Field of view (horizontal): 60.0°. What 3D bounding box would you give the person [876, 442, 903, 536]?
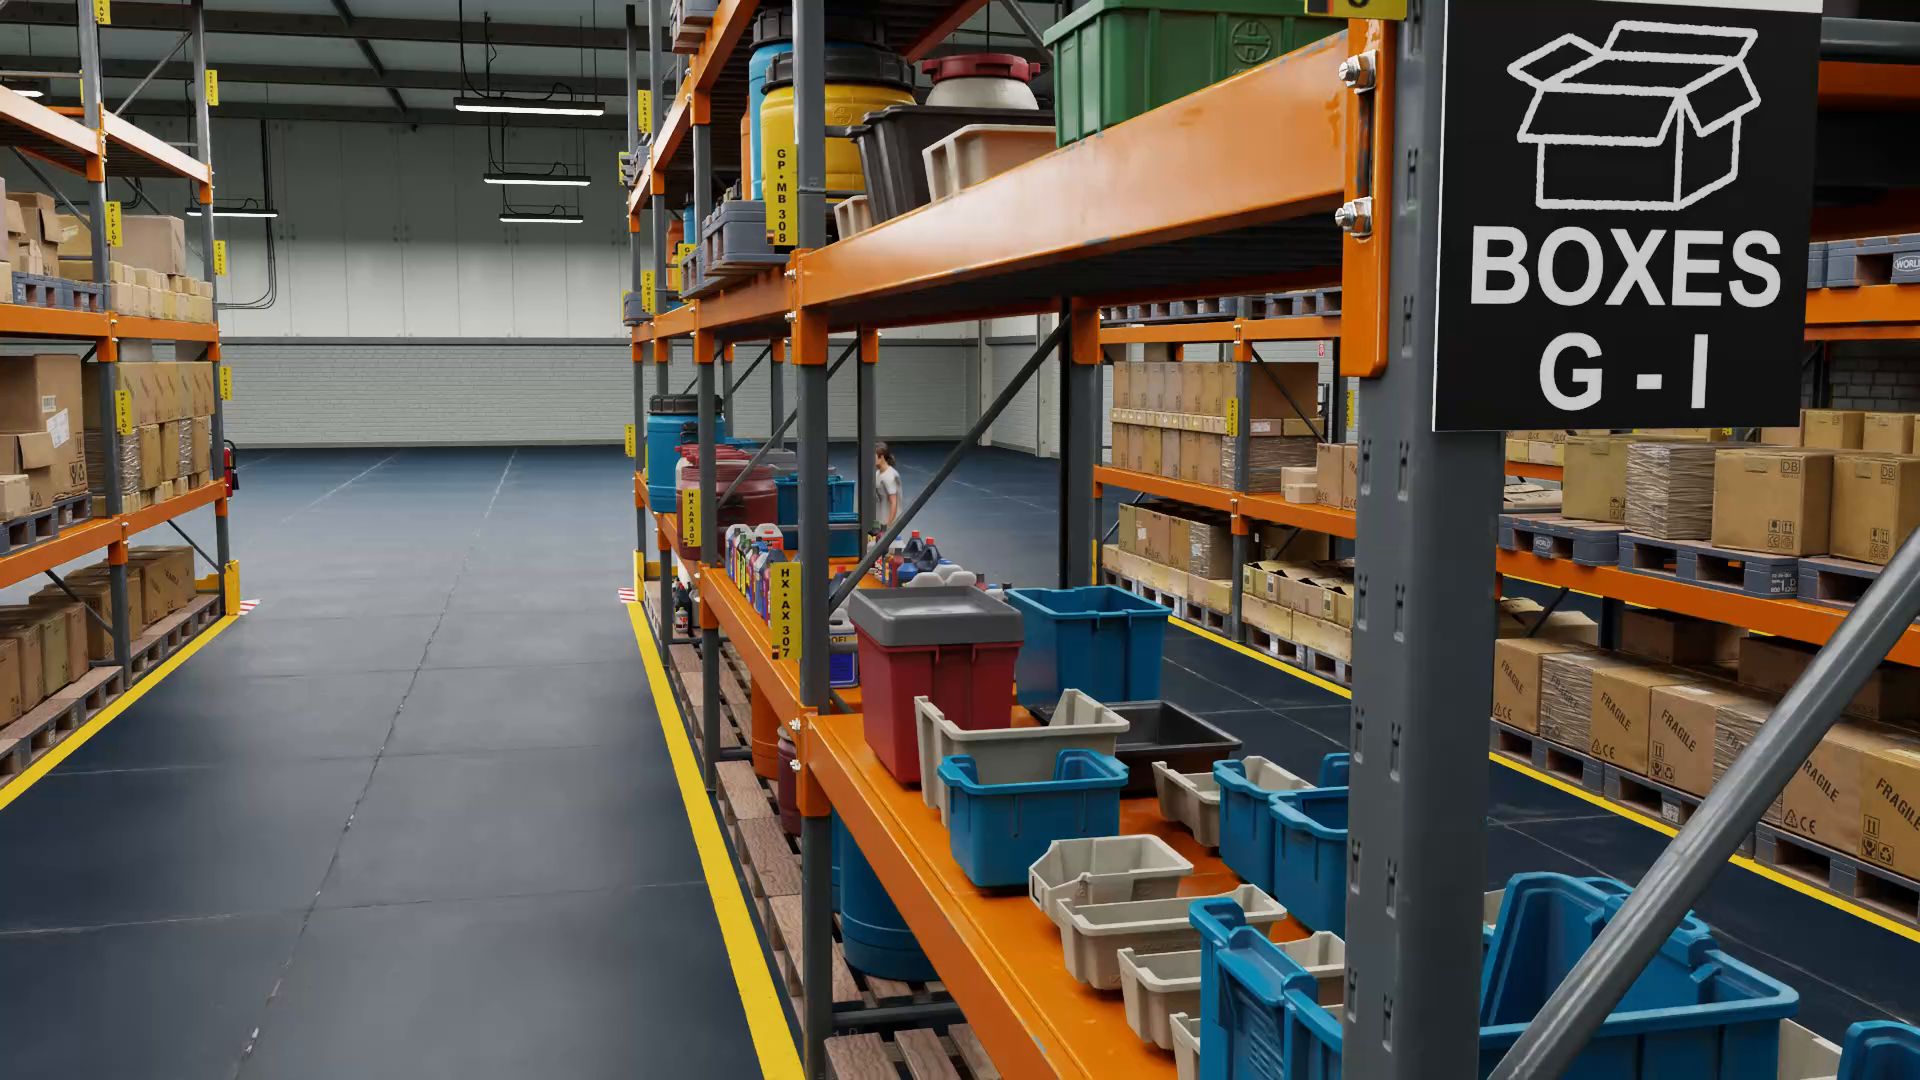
[{"bbox_3d":[-0.753,-0.139,16.433,0.363,1.671,0.502,-2,6,-17],"label":"person"}]
